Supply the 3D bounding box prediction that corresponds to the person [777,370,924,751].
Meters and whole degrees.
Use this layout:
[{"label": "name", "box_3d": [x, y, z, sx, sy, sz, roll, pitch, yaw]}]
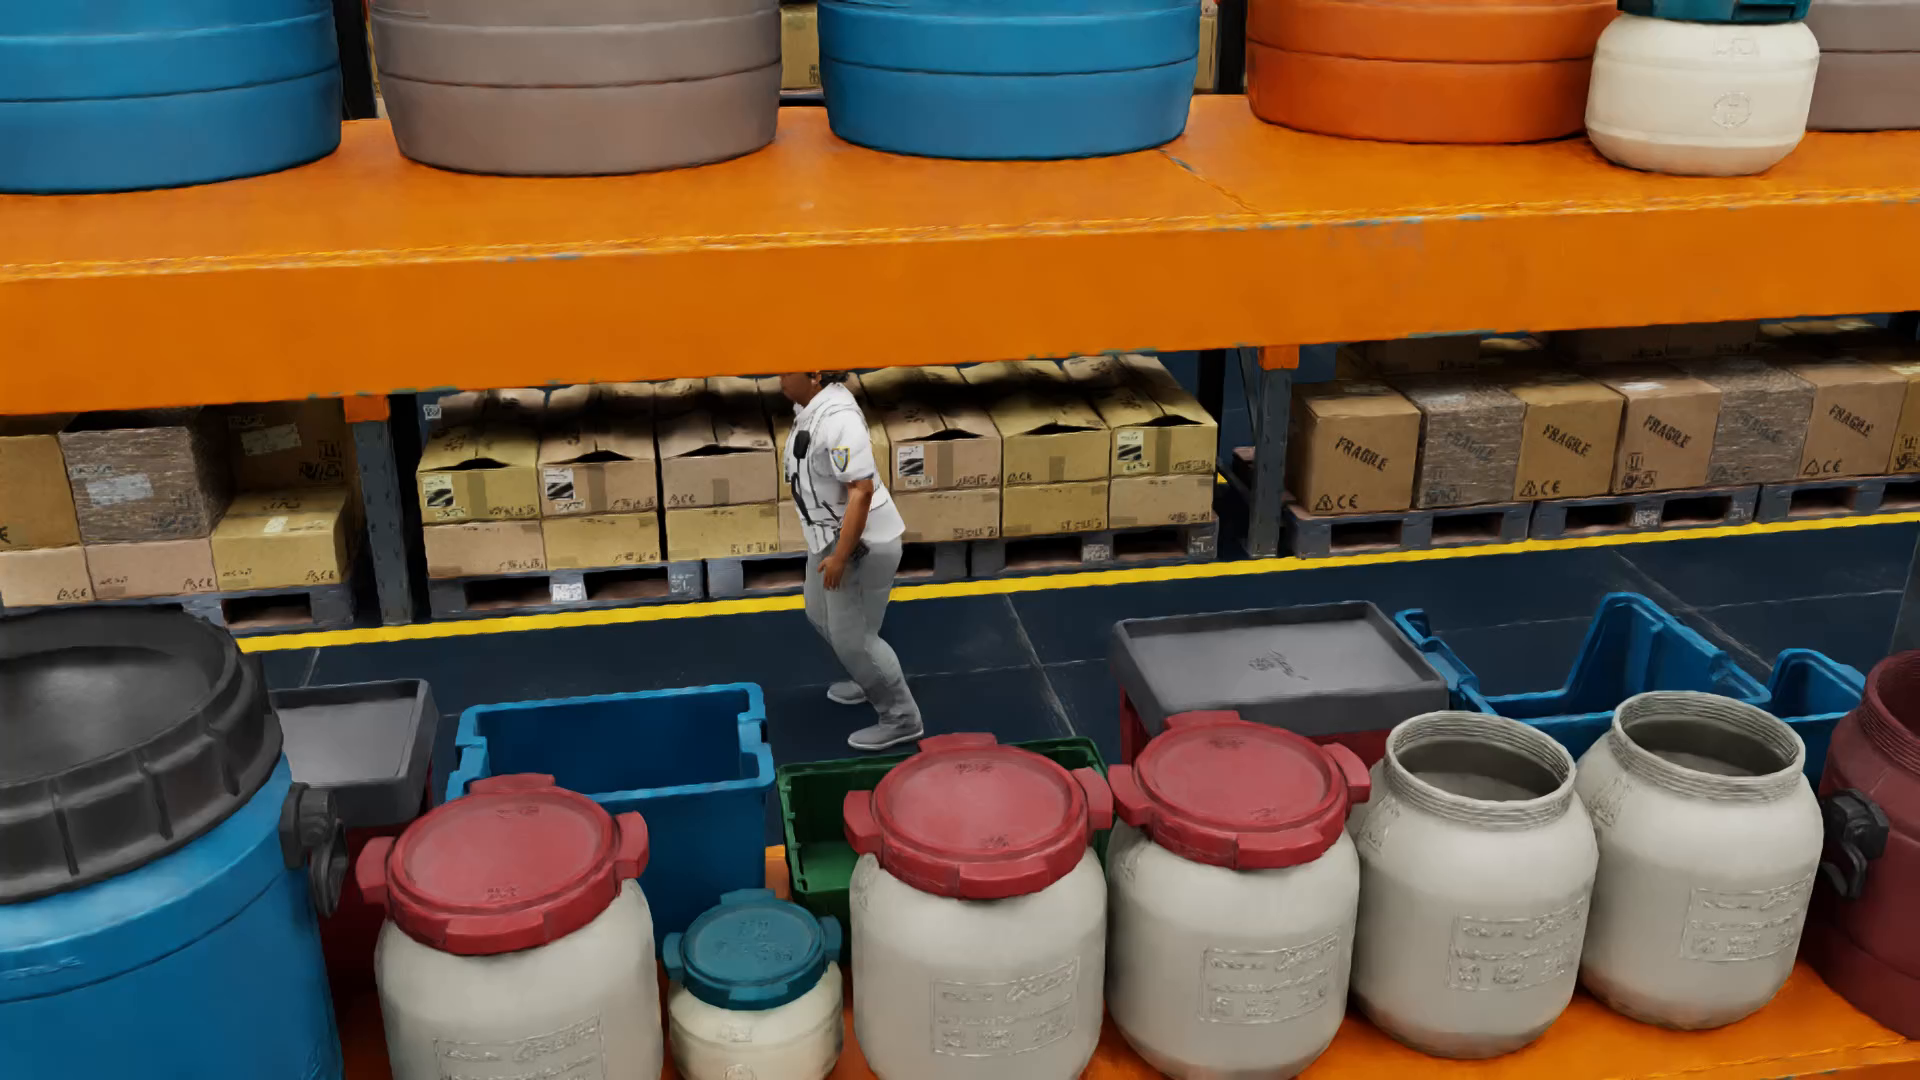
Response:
[{"label": "person", "box_3d": [-0.435, -0.006, 6.160, 0.556, 1.619, 0.621, -5, 24, -11]}]
